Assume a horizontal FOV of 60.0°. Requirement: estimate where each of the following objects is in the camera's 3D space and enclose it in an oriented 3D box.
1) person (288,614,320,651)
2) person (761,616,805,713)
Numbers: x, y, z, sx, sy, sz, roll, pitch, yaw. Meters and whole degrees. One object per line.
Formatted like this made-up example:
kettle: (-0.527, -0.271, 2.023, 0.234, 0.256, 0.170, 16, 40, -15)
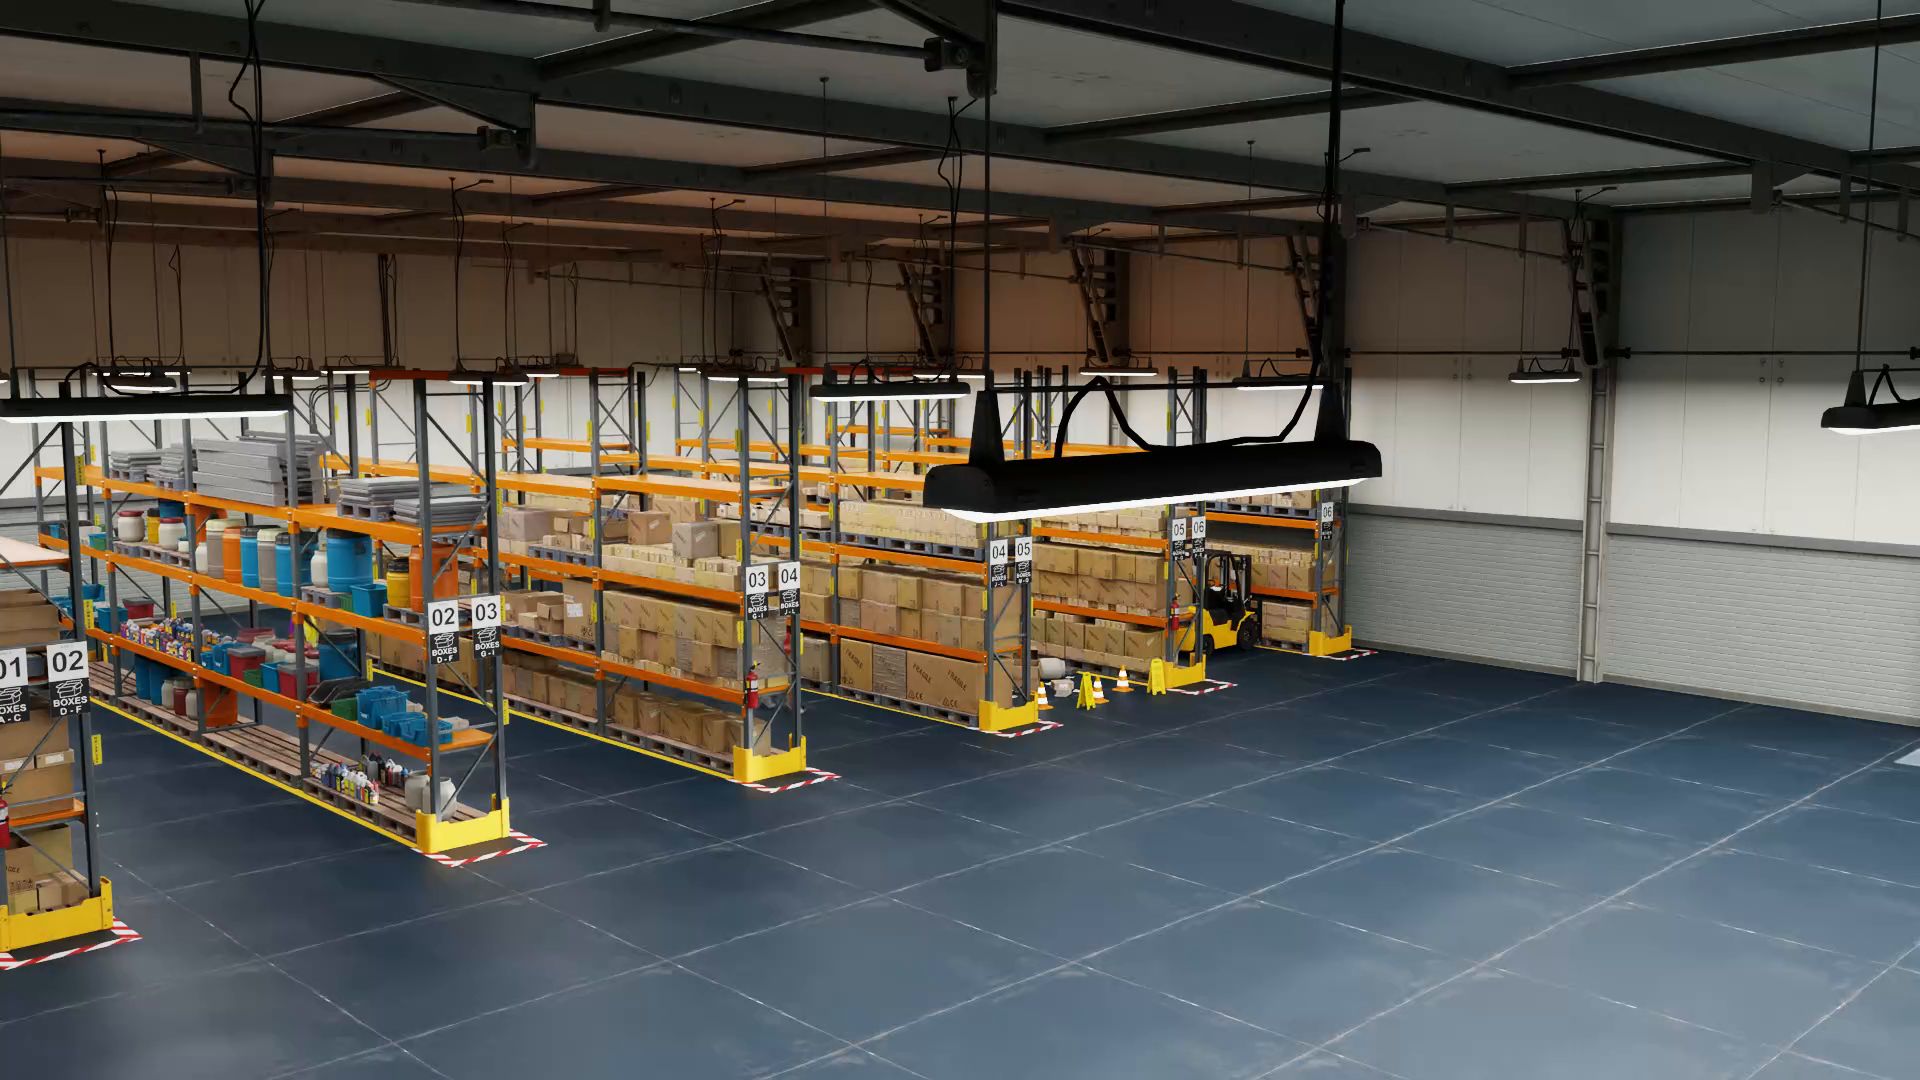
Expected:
person: (-12.098, 2.017, 30.723, 0.878, 1.779, 0.705, 4, 7, 30)
person: (-3.134, 2.170, 29.318, 0.781, 1.787, 0.644, 4, 7, 31)
